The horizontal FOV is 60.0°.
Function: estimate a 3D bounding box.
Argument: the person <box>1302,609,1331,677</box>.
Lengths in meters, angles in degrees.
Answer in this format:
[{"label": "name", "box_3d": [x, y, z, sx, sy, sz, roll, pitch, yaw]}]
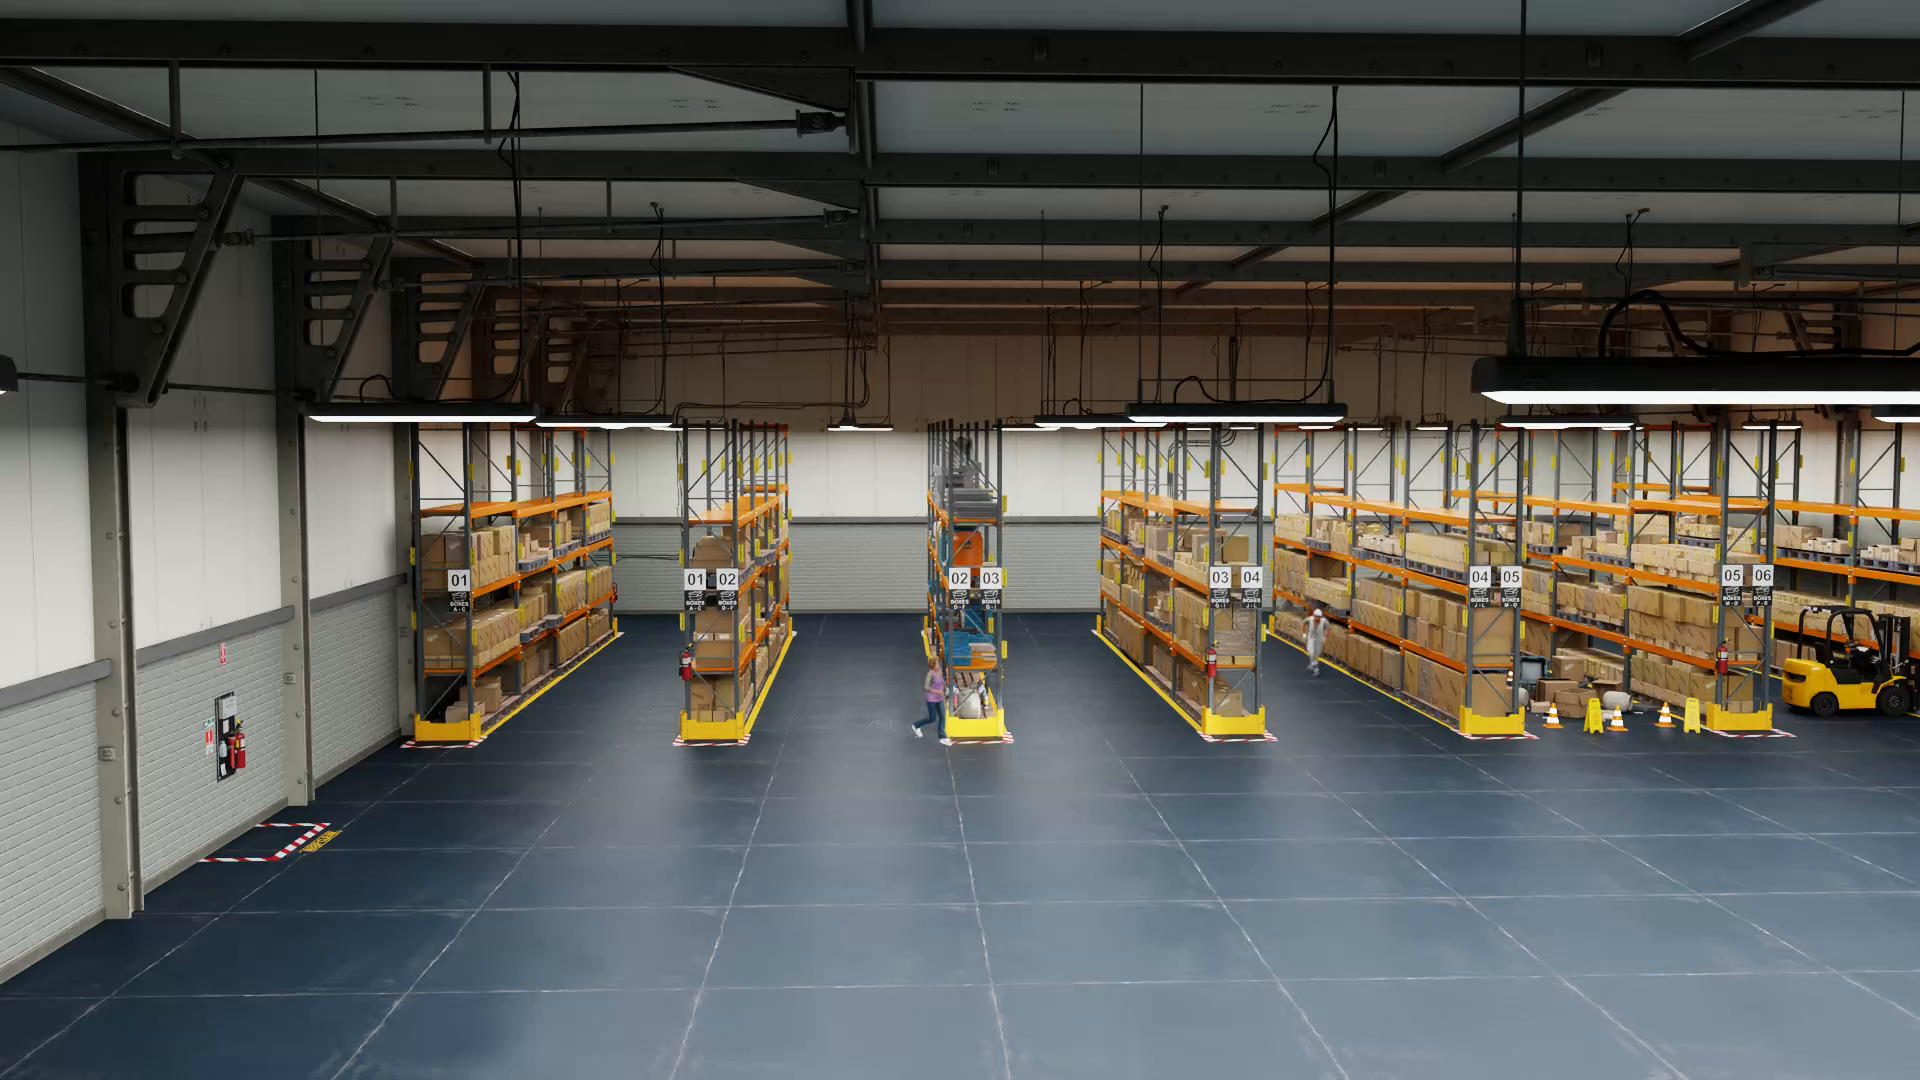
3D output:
[{"label": "person", "box_3d": [8.467, 2.408, 39.534, 0.668, 1.623, 1.118, 1, 4, 9]}]

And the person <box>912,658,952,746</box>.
[{"label": "person", "box_3d": [-0.502, 2.969, 30.649, 0.848, 1.599, 0.538, 2, 4, 33]}]

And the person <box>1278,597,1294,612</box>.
[{"label": "person", "box_3d": [9.643, 1.738, 48.903, 0.539, 1.733, 0.731, 2, 4, 24]}]
